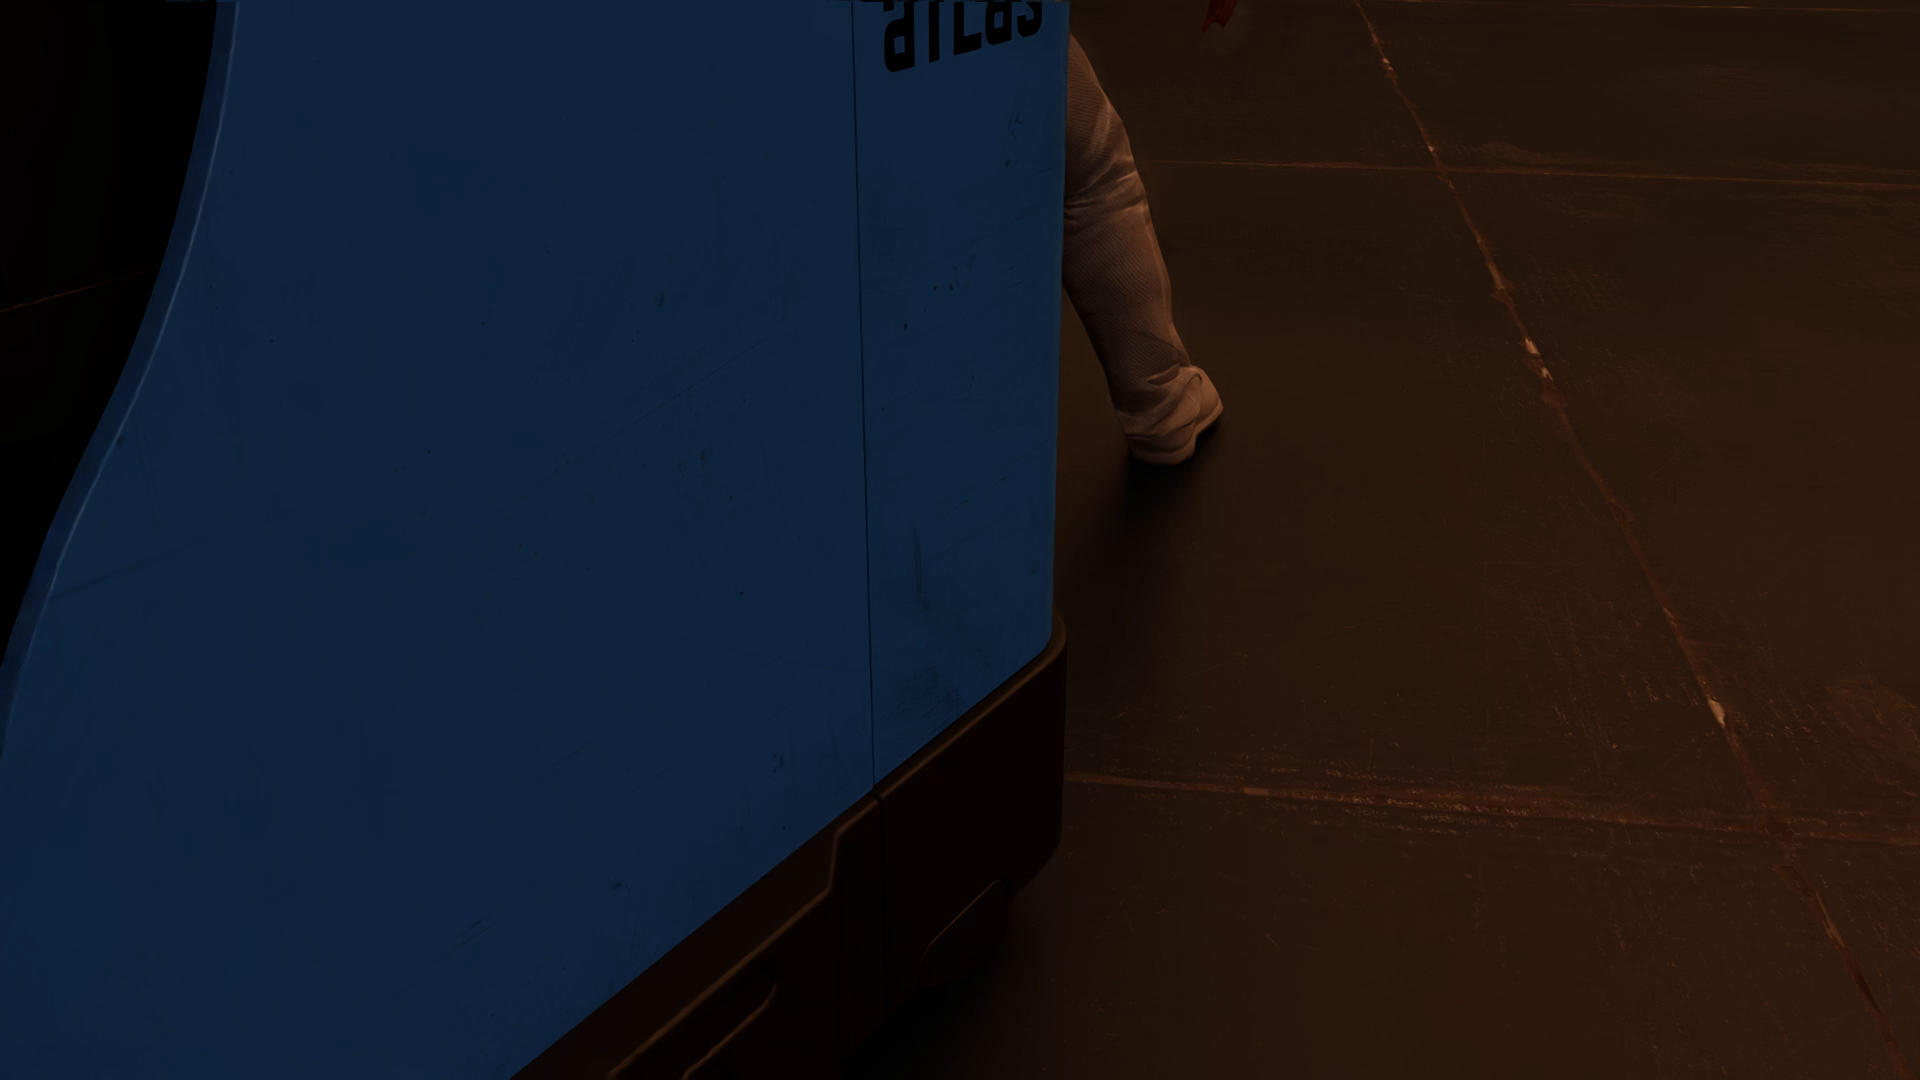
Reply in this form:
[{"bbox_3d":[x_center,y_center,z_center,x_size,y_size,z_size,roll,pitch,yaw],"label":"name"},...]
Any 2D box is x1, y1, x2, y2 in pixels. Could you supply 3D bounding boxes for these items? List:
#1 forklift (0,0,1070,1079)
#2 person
[{"bbox_3d":[-1.137,-0.531,0.280,1.130,2.935,3.031,17,31,30],"label":"forklift"},{"bbox_3d":[0.011,-0.868,2.418,0.789,1.640,0.676,7,27,13],"label":"person"}]
